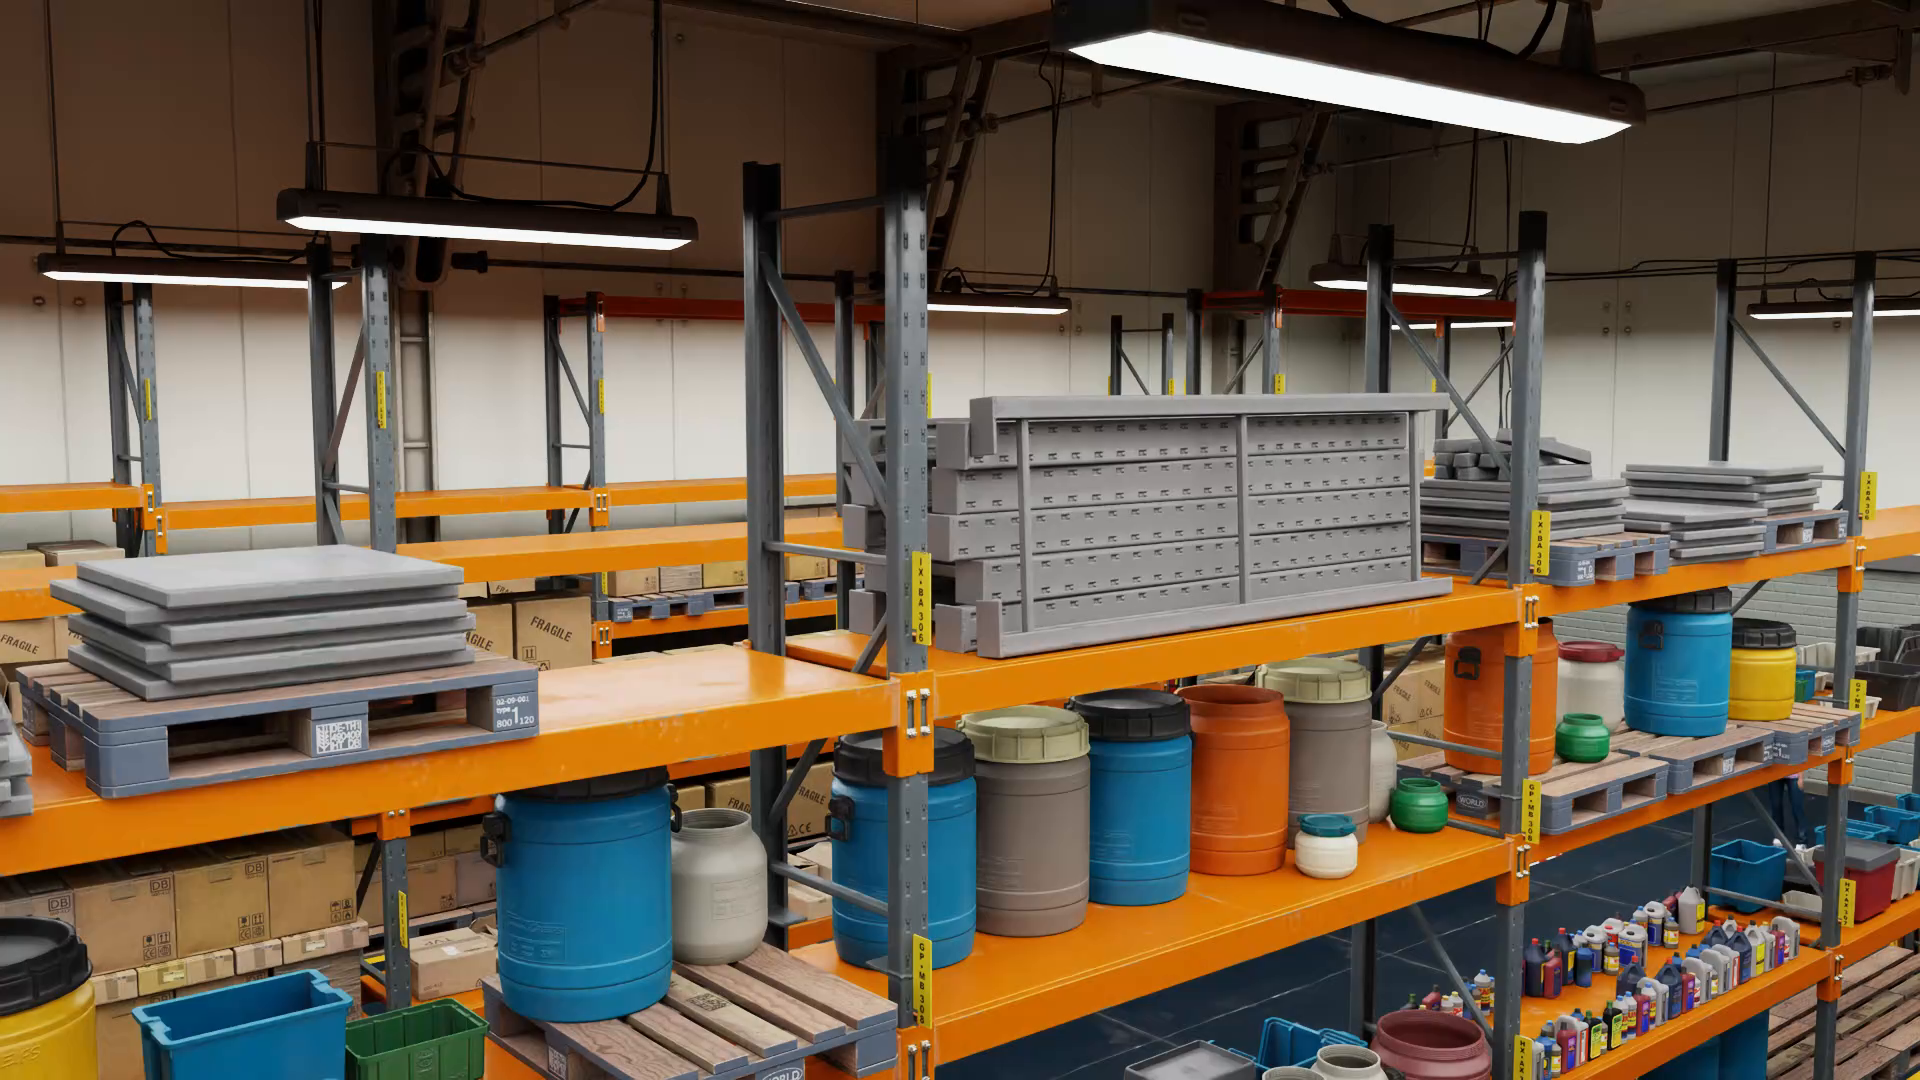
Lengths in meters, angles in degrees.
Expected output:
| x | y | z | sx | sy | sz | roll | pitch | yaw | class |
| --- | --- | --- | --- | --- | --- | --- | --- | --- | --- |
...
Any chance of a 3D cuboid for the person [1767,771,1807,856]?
| x | y | z | sx | sy | sz | roll | pitch | yaw | class |
| --- | --- | --- | --- | --- | --- | --- | --- | --- | --- |
| 9.082 | 2.628 | 18.254 | 0.359 | 1.592 | 0.482 | -4 | 7 | -39 | person |
